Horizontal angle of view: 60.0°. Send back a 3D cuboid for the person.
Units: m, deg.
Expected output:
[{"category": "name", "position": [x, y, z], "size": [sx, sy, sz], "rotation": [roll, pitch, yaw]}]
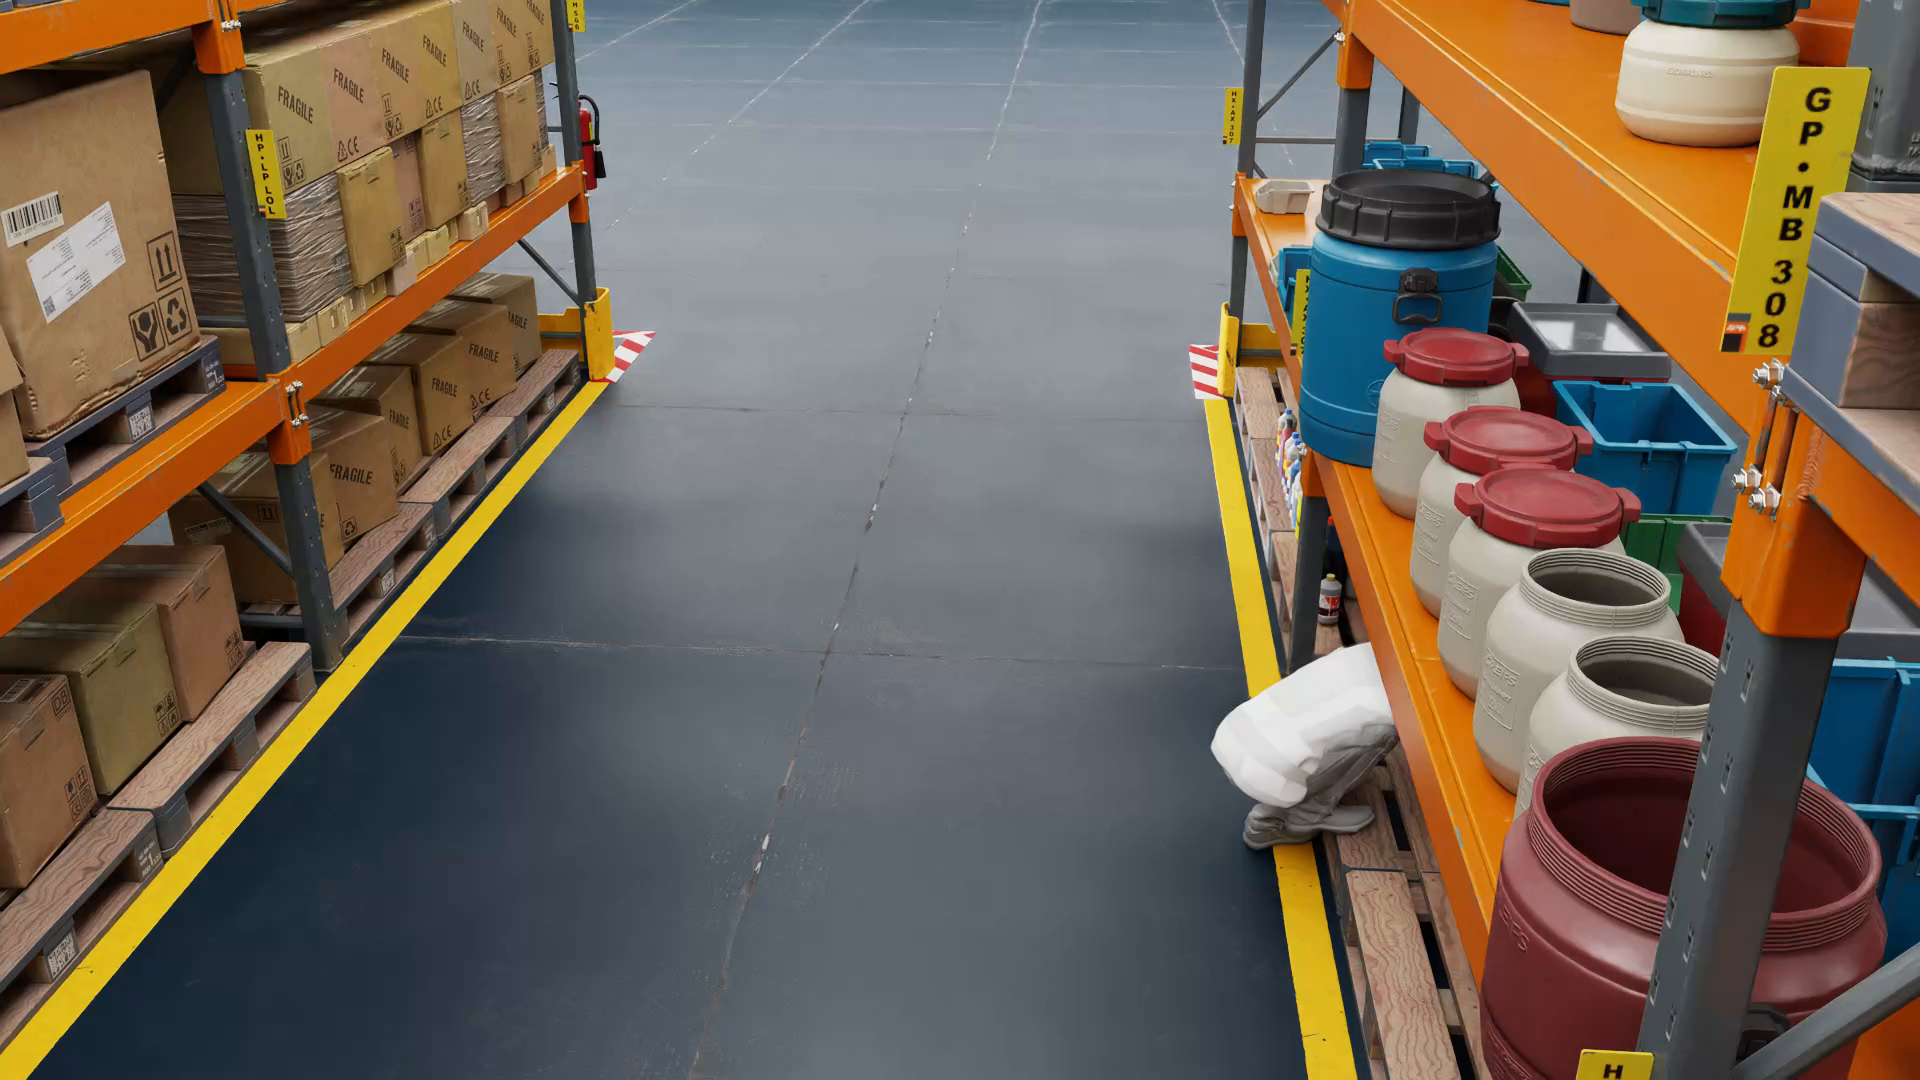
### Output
[{"category": "person", "position": [1.451, 0.704, 5.651], "size": [1.191, 0.840, 0.534], "rotation": [-5, 25, -10]}]
